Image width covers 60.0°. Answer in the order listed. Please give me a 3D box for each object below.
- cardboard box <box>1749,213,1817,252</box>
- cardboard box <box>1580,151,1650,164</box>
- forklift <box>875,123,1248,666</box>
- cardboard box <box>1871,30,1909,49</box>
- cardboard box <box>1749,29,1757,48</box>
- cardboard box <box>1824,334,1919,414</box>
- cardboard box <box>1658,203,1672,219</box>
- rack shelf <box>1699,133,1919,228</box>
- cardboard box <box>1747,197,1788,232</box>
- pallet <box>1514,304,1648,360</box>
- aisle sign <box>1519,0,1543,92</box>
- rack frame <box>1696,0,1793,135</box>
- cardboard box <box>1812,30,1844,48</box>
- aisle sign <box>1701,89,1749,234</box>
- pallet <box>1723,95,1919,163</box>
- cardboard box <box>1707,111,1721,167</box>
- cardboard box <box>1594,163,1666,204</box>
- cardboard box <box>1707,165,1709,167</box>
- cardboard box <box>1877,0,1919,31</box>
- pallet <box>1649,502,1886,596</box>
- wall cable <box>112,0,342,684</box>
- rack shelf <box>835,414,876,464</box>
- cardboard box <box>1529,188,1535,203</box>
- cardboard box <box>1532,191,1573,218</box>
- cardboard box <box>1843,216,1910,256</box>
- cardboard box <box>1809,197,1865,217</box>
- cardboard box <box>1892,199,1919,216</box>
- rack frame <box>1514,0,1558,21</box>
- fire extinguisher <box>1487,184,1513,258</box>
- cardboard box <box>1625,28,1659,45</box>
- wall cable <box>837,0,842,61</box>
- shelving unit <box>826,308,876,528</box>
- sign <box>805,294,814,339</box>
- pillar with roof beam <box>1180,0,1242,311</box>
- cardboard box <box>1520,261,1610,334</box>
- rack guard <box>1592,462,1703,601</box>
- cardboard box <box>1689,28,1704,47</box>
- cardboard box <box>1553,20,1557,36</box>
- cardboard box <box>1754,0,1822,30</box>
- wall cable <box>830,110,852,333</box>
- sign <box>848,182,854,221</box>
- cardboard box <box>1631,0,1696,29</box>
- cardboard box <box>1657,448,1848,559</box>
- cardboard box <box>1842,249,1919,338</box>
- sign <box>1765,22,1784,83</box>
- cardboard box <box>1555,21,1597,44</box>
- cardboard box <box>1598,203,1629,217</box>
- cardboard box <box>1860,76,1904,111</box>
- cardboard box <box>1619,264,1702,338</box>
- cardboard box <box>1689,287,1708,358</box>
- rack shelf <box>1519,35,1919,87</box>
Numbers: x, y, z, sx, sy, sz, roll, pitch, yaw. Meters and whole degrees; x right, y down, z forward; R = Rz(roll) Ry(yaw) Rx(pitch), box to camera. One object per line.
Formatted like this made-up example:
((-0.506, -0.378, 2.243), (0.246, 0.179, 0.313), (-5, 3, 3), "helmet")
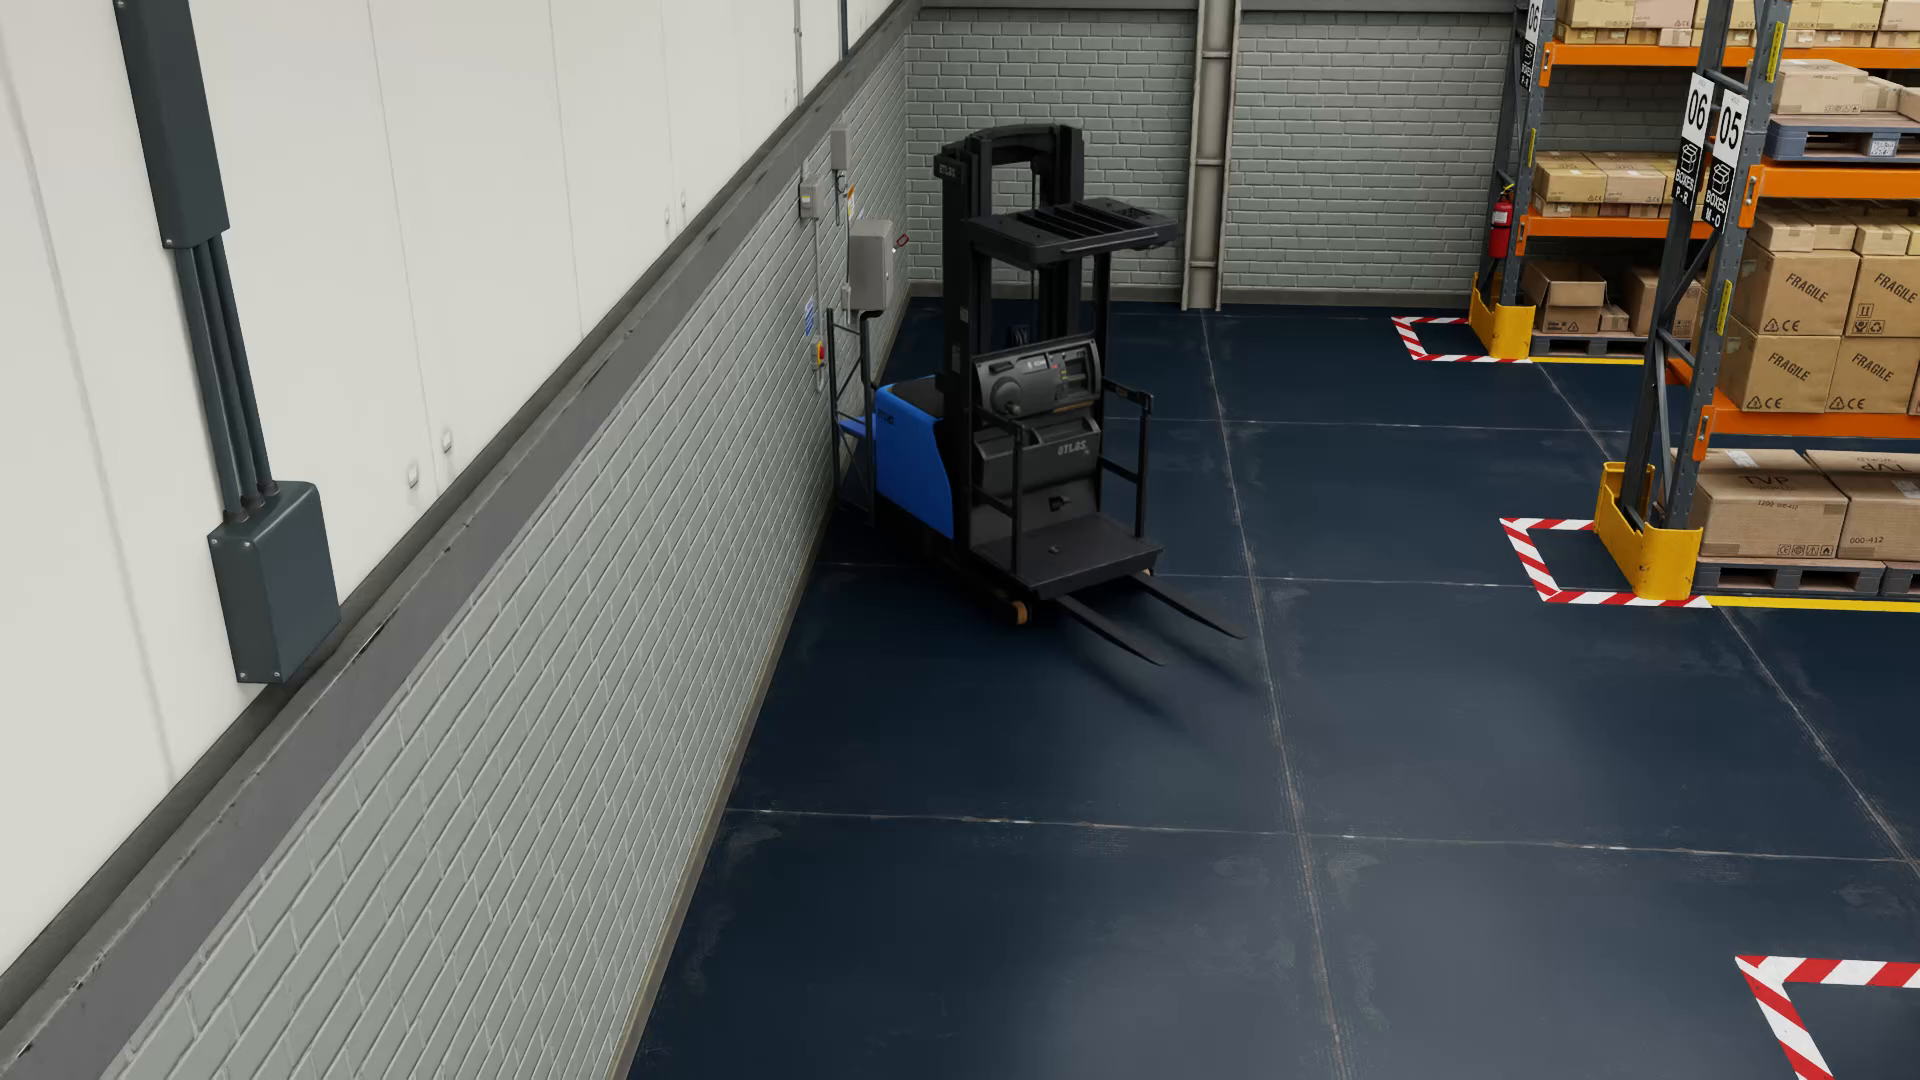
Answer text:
((5.019, -1.879, 10.154), (0.250, 0.149, 0.380), (2, 25, 5), "cardboard box")
((6.055, -3.427, 15.432), (0.500, 0.250, 0.500), (2, 25, 4), "cardboard box")
((0.621, -1.007, 10.432), (1.130, 2.935, 3.031), (-15, 29, -30), "forklift")
((7.914, -4.321, 14.264), (0.250, 0.149, 0.380), (2, 25, 4), "cardboard box")
((6.884, -4.333, 14.289), (0.250, 0.149, 0.380), (2, 25, 4), "cardboard box")
((5.649, -1.118, 10.471), (0.500, 0.500, 0.500), (1, 25, 3), "cardboard box")
((6.404, -3.019, 15.023), (0.250, 0.149, 0.380), (2, 25, 5), "cardboard box")
((6.680, -2.184, 10.179), (4.000, 0.370, 1.077), (2, 25, 4), "rack shelf")
((5.059, -2.078, 10.586), (0.250, 0.149, 0.380), (2, 25, 5), "cardboard box")
((5.933, -1.986, 15.814), (1.213, 0.211, 1.003), (2, 25, 4), "pallet")
((4.972, -4.341, 14.487), (0.004, 0.787, 0.394), (2, 25, 4), "aisle sign")
((4.686, -3.937, 9.541), (0.127, 3.000, 1.000), (2, 25, 4), "rack frame")
((7.398, -4.347, 14.321), (0.250, 0.149, 0.380), (2, 25, 5), "cardboard box")
((4.592, -2.274, 9.994), (0.004, 0.787, 0.394), (2, 25, 4), "aisle sign")
((5.427, -2.515, 10.144), (1.213, 0.211, 1.003), (2, 25, 4), "pallet")
((6.990, -3.514, 14.724), (0.500, 0.500, 0.500), (2, 25, 5), "cardboard box")
((5.997, -3.205, 14.950), (0.500, 0.250, 0.500), (2, 25, 5), "cardboard box")
((7.014, -3.182, 14.901), (0.500, 0.250, 0.500), (1, 25, 3), "cardboard box")
((8.031, -4.506, 14.189), (0.500, 0.250, 0.500), (1, 25, 2), "cardboard box")
((5.489, 0.048, 11.393), (1.213, 0.211, 1.003), (2, 25, 4), "pallet")
((-1.447, -2.886, 3.407), (0.120, 5.999, 2.277), (2, 25, 4), "wall cable")
((-0.357, -0.814, 12.118), (1.000, 0.185, 0.538), (-16, 27, -33), "rack shelf")
((5.413, -3.268, 15.564), (0.250, 0.149, 0.380), (2, 25, 3), "cardboard box")
((5.369, -3.042, 15.072), (0.250, 0.149, 0.380), (2, 25, 4), "cardboard box")
((5.536, -1.844, 10.078), (0.250, 0.149, 0.380), (3, 25, 6), "cardboard box")
((5.578, -2.107, 10.648), (0.250, 0.149, 0.380), (2, 25, 3), "cardboard box")
((6.081, -2.044, 10.511), (0.250, 0.149, 0.380), (2, 25, 4), "cardboard box")
((5.062, -6.006, 14.037), (0.127, 3.000, 1.000), (2, 25, 4), "rack frame")
((4.880, -2.888, 14.977), (0.183, 0.674, 0.296), (2, 25, 4), "fire extinguisher")
((5.880, -4.409, 14.456), (0.250, 0.149, 0.380), (2, 25, 4), "cardboard box")
((-0.947, -4.315, 10.362), (0.029, 3.000, 2.355), (2, 25, 4), "wall cable")
((-0.360, -0.980, 12.049), (1.048, 1.500, 0.538), (-16, 27, -33), "shelving unit")
((-1.003, -1.487, 11.070), (0.001, 0.218, 0.327), (2, 25, 4), "sign")
((2.113, -4.674, 11.142), (0.400, 9.000, 9.100), (2, 25, 4), "pillar with roof beam")
((5.665, -2.278, 15.597), (0.637, 0.503, 0.797), (1, 25, 2), "cardboard box")
((4.662, -0.077, 11.319), (0.348, 0.500, 1.175), (2, 25, 4), "rack guard")
((6.383, -4.353, 14.334), (0.250, 0.149, 0.380), (2, 25, 4), "cardboard box")
((5.399, -4.615, 14.904), (0.250, 0.149, 0.380), (2, 25, 5), "cardboard box")
((7.019, -4.546, 14.276), (0.500, 0.250, 0.500), (1, 25, 3), "cardboard box")
((-0.841, -2.435, 12.239), (0.122, 1.984, 0.588), (2, 25, 4), "wall cable")
((-0.842, -2.612, 12.850), (0.001, 0.242, 0.339), (2, 25, 4), "sign")
((5.992, -4.575, 14.338), (0.500, 0.250, 0.500), (2, 25, 5), "cardboard box")
((5.352, -0.259, 11.287), (0.875, 0.438, 0.875), (1, 25, 2), "cardboard box")
((5.659, -1.564, 10.244), (0.500, 0.500, 0.500), (1, 25, 3), "cardboard box")
((4.638, -2.776, 9.466), (0.005, 0.325, 0.100), (2, 25, 4), "sign")
((5.362, -4.422, 14.484), (0.250, 0.149, 0.380), (2, 25, 5), "cardboard box")
((5.891, -3.059, 15.110), (0.250, 0.149, 0.380), (2, 25, 3), "cardboard box")
((5.566, -2.740, 10.205), (0.250, 0.149, 0.380), (0, 25, 0), "cardboard box")
((6.514, -2.233, 15.503), (0.500, 0.500, 0.700), (3, 25, 6), "cardboard box")
((5.187, -1.352, 10.980), (0.500, 0.500, 0.500), (2, 25, 4), "cardboard box")
((7.057, -4.252, 14.675), (4.000, 0.370, 1.077), (2, 25, 4), "rack shelf")
